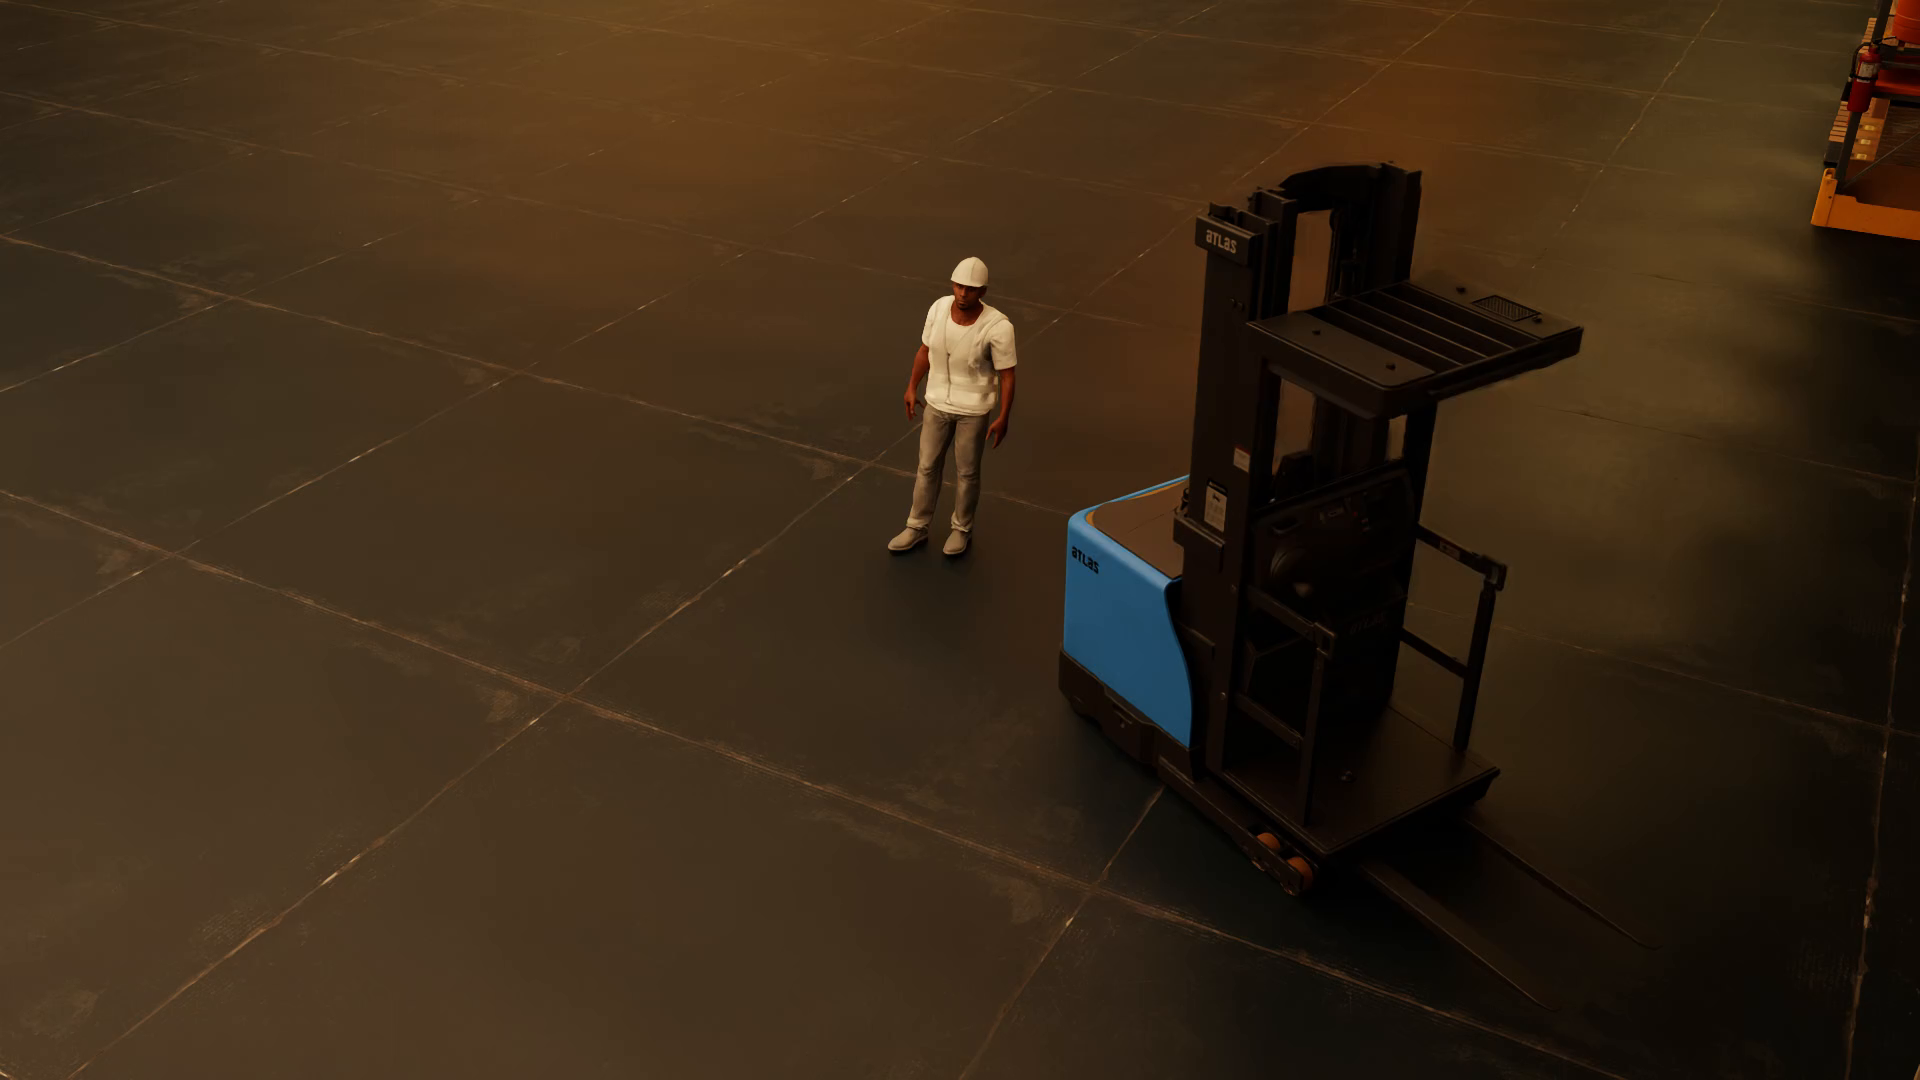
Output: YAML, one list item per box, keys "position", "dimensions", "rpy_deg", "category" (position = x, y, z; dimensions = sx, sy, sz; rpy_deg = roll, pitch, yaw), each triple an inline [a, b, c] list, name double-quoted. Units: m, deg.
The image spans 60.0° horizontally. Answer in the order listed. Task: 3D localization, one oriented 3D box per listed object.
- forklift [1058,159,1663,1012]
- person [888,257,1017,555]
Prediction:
- position: [1.736, 0.018, 7.040]
  dimensions: [1.130, 2.935, 3.031]
  rpy_deg: [-18, 35, -28]
  category: "forklift"
- position: [-0.039, -0.742, 9.508]
  dimensions: [0.665, 1.765, 0.576]
  rpy_deg: [15, 33, 25]
  category: "person"
